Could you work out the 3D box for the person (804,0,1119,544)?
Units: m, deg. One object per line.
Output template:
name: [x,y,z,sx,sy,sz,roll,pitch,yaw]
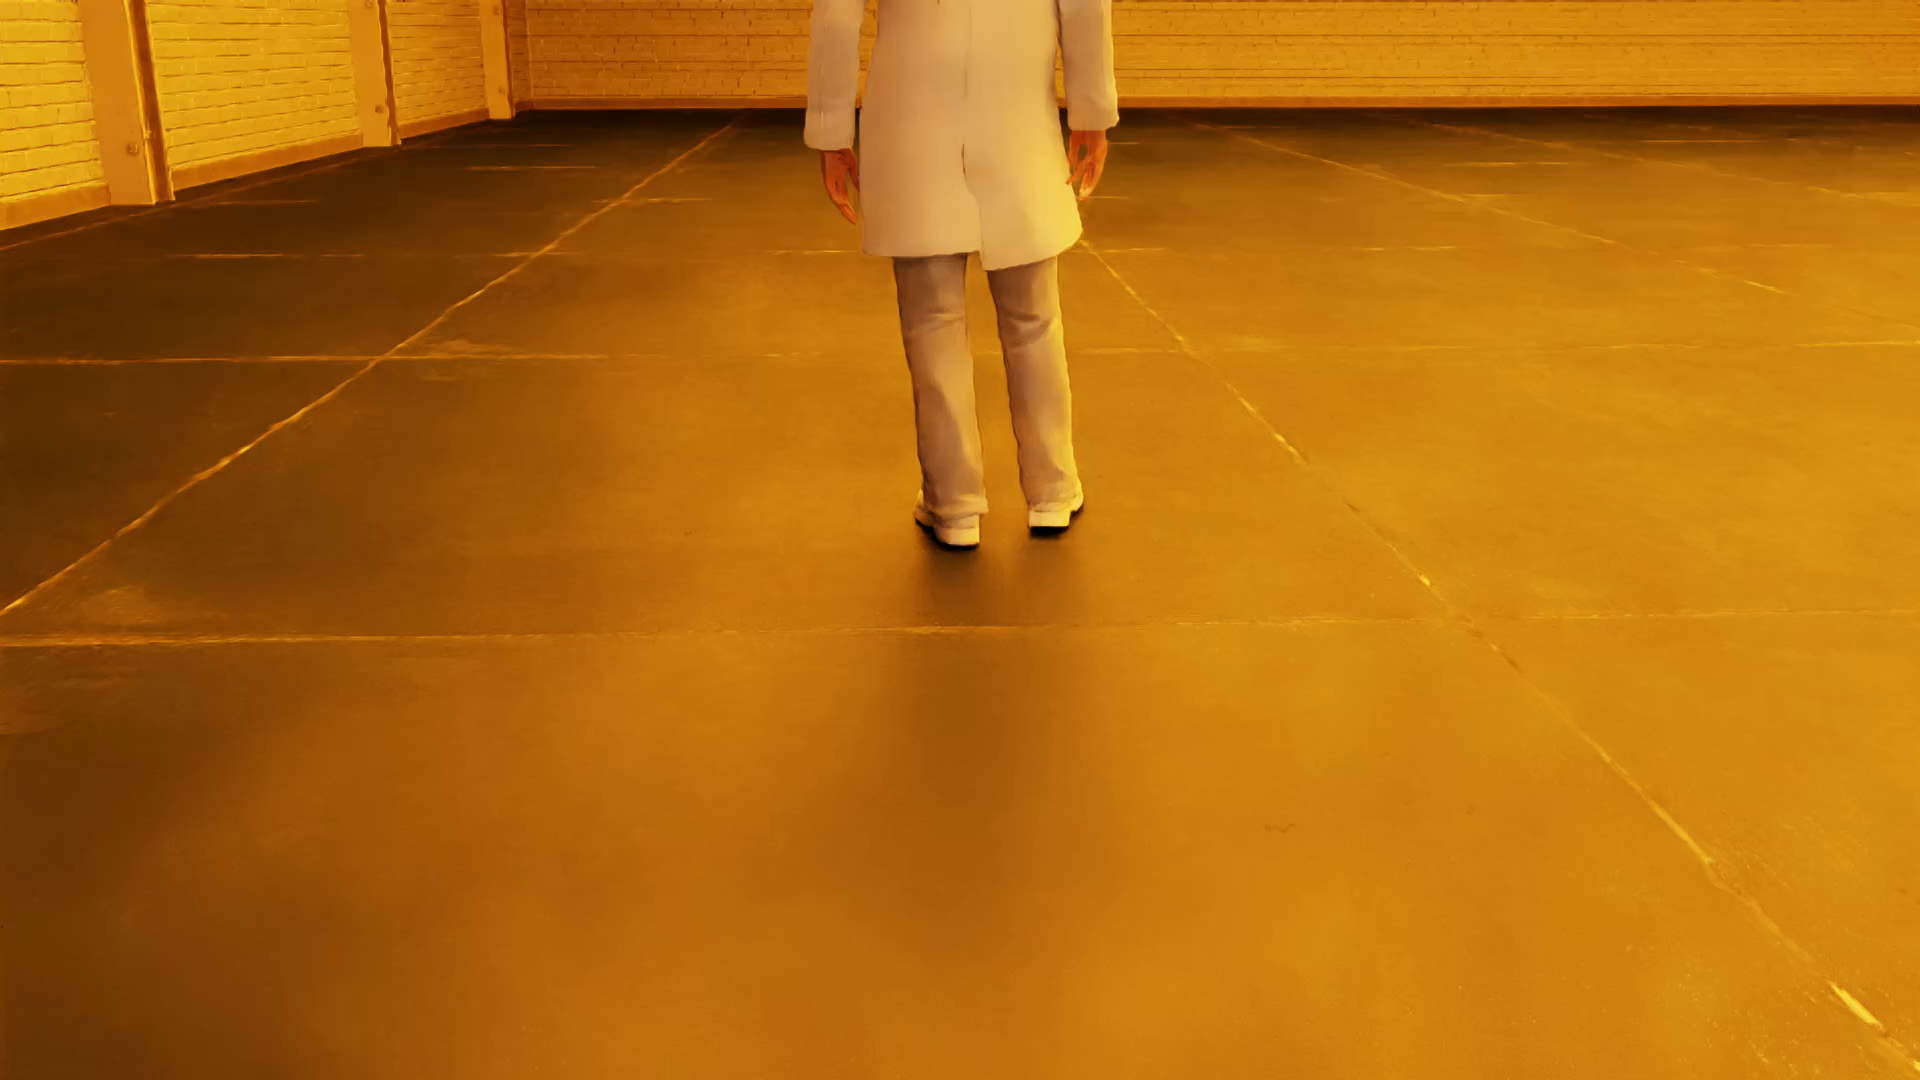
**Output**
person: [0.000,-0.883,3.743,0.694,1.776,0.579,-1,17,-3]
